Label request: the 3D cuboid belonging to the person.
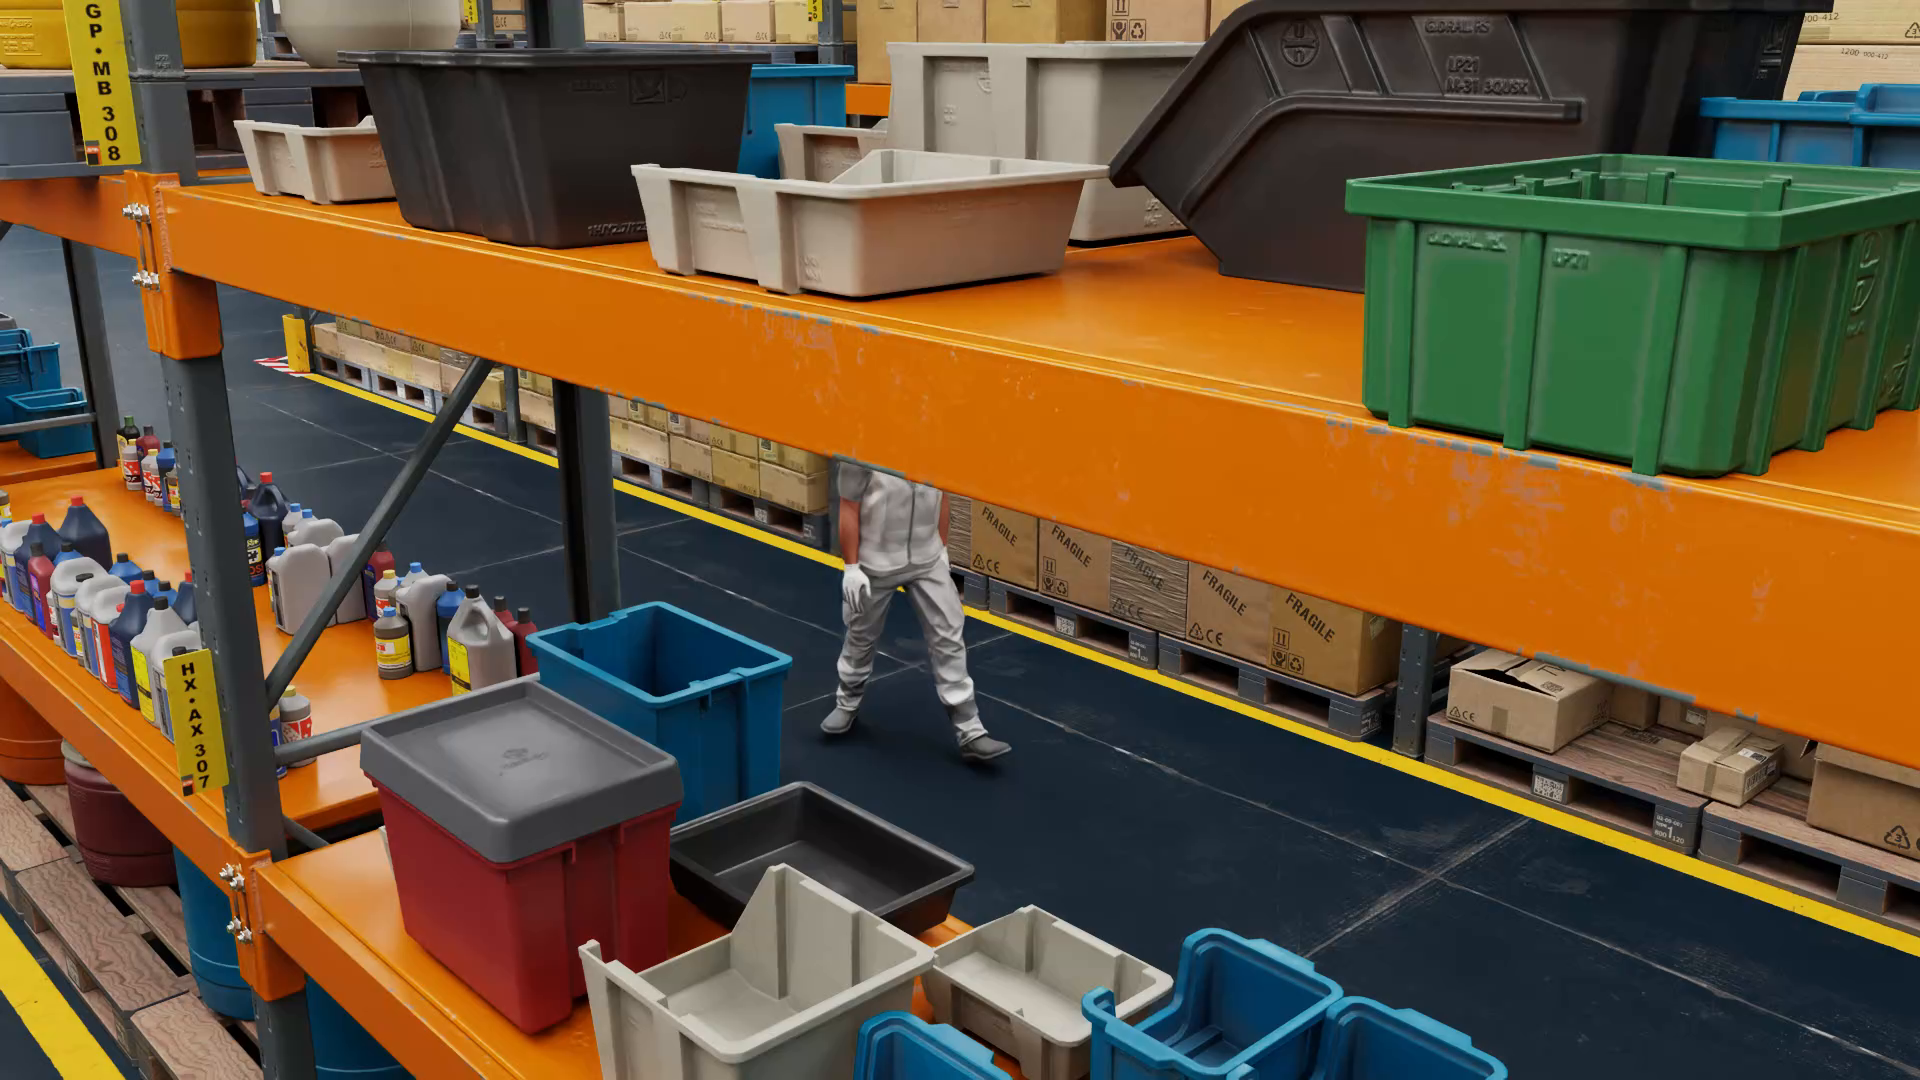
[{"bbox_3d":[-0.228,0.099,7.180,0.634,1.753,0.904,-8,19,-24],"label":"person"}]
